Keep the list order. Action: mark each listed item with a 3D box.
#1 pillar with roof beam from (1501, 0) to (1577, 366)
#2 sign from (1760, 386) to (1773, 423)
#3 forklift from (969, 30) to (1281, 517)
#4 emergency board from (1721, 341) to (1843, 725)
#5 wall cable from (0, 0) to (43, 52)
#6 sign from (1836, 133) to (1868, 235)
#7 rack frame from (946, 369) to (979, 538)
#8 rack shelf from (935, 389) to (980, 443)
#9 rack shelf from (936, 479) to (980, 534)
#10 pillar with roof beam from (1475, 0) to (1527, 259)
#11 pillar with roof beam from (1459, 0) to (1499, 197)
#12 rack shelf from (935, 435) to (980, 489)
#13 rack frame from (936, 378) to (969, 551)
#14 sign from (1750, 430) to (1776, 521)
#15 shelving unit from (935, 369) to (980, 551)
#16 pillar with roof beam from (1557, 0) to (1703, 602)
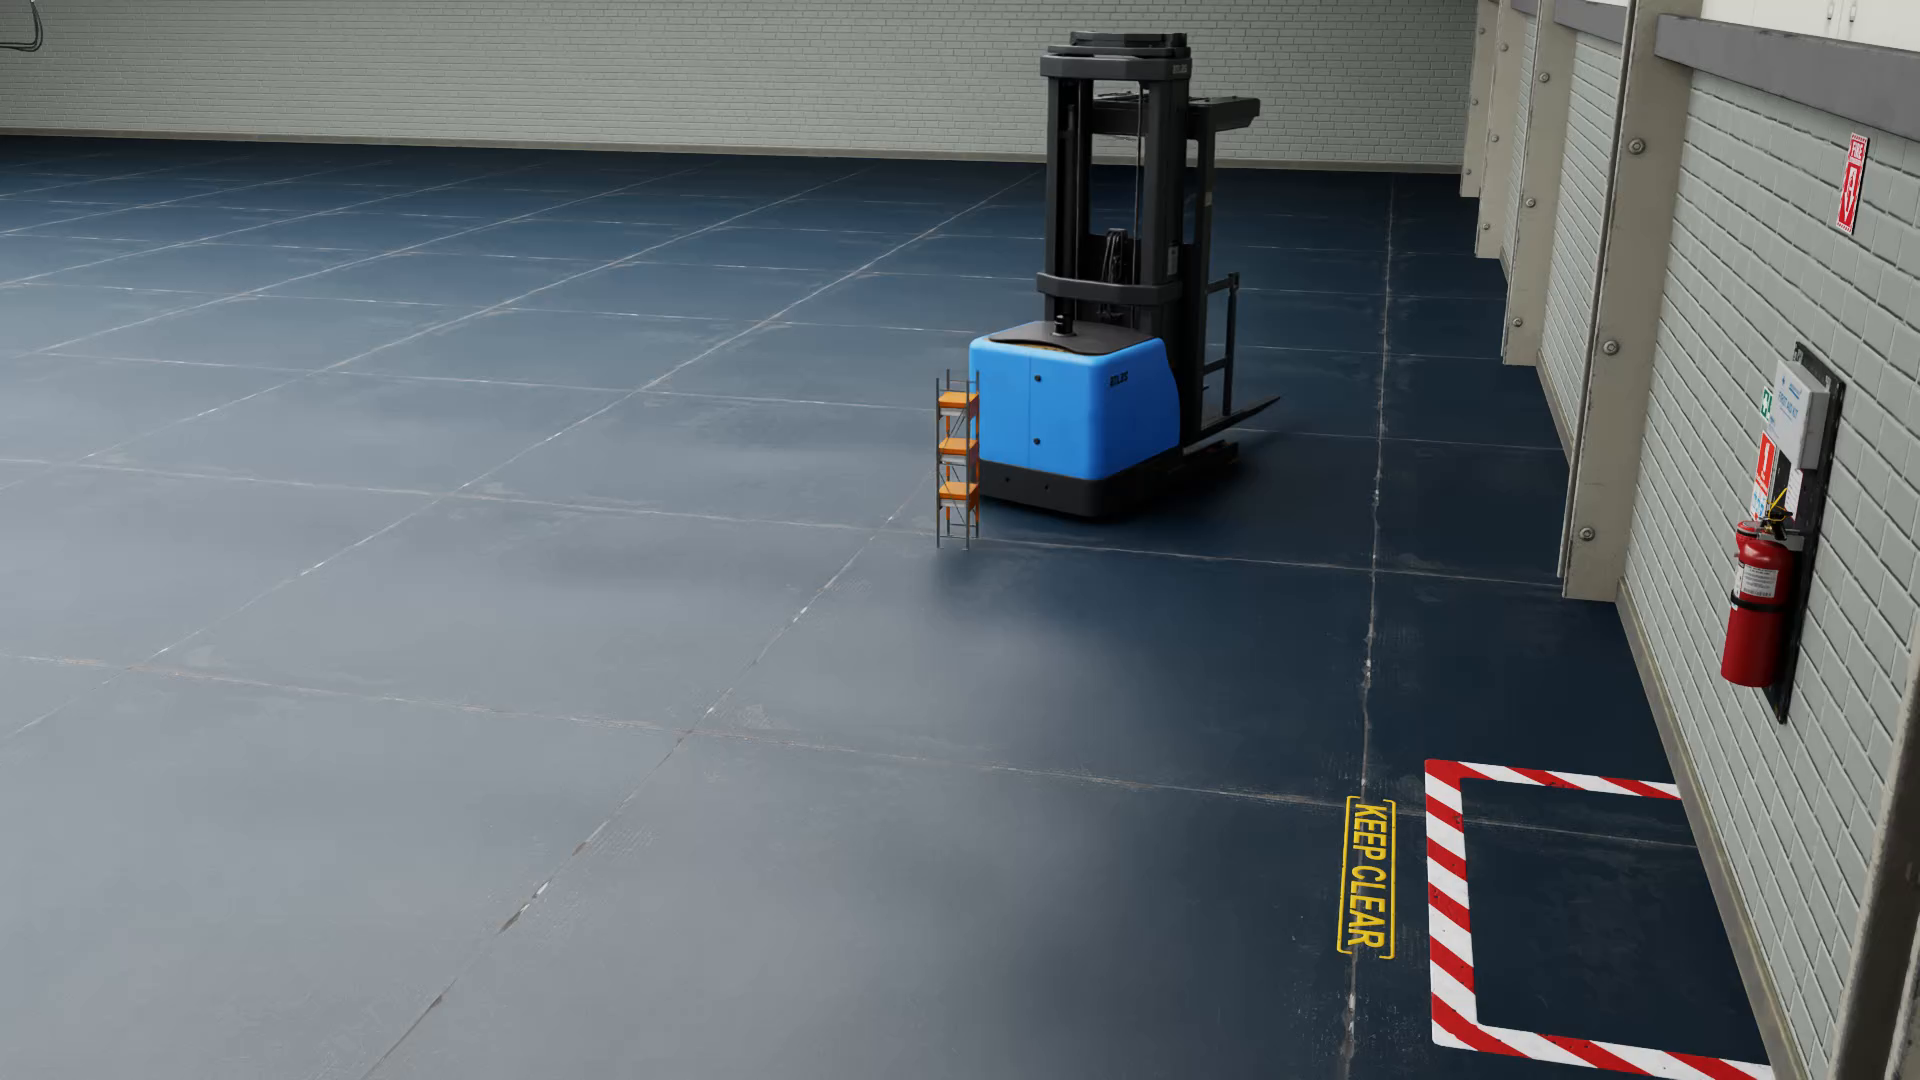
[{"bbox_3d":[0.844,-6.208,14.441,9.100,9.000,0.400,5,19,13],"label":"pillar with roof beam"},{"bbox_3d":[2.953,-0.472,6.052,0.001,0.109,0.331,5,19,13],"label":"sign"},{"bbox_3d":[1.308,-1.944,11.345,1.130,2.935,3.031,13,23,33],"label":"forklift"},{"bbox_3d":[2.728,-0.039,5.662,0.194,1.169,0.643,5,19,13],"label":"emergency board"},{"bbox_3d":[-20.592,-11.466,34.640,3.097,2.526,0.112,5,19,13],"label":"wall cable"},{"bbox_3d":[2.826,-1.131,5.272,0.001,0.298,0.199,5,19,13],"label":"sign"},{"bbox_3d":[0.017,-0.518,10.081,0.200,1.050,0.008,5,19,13],"label":"rack frame"},{"bbox_3d":[-0.013,-0.739,9.880,0.215,0.259,0.240,5,19,13],"label":"rack shelf"},{"bbox_3d":[-0.013,-0.207,10.062,0.215,0.259,0.240,5,19,13],"label":"rack shelf"},{"bbox_3d":[2.310,-8.089,19.947,9.100,9.000,0.400,5,19,13],"label":"pillar with roof beam"},{"bbox_3d":[3.776,-9.969,25.453,9.100,9.000,0.400,5,19,13],"label":"pillar with roof beam"},{"bbox_3d":[-0.013,-0.470,9.972,0.215,0.259,0.240,5,19,13],"label":"rack shelf"},{"bbox_3d":[-0.043,-0.442,9.857,0.200,1.050,0.008,5,19,13],"label":"rack frame"},{"bbox_3d":[2.963,-0.221,6.140,0.001,0.329,0.234,5,19,13],"label":"sign"},{"bbox_3d":[-0.013,-0.480,9.969,0.215,1.050,0.252,5,19,13],"label":"shelving unit"},{"bbox_3d":[-0.622,-4.327,8.935,9.100,9.000,0.400,5,19,13],"label":"pillar with roof beam"}]
